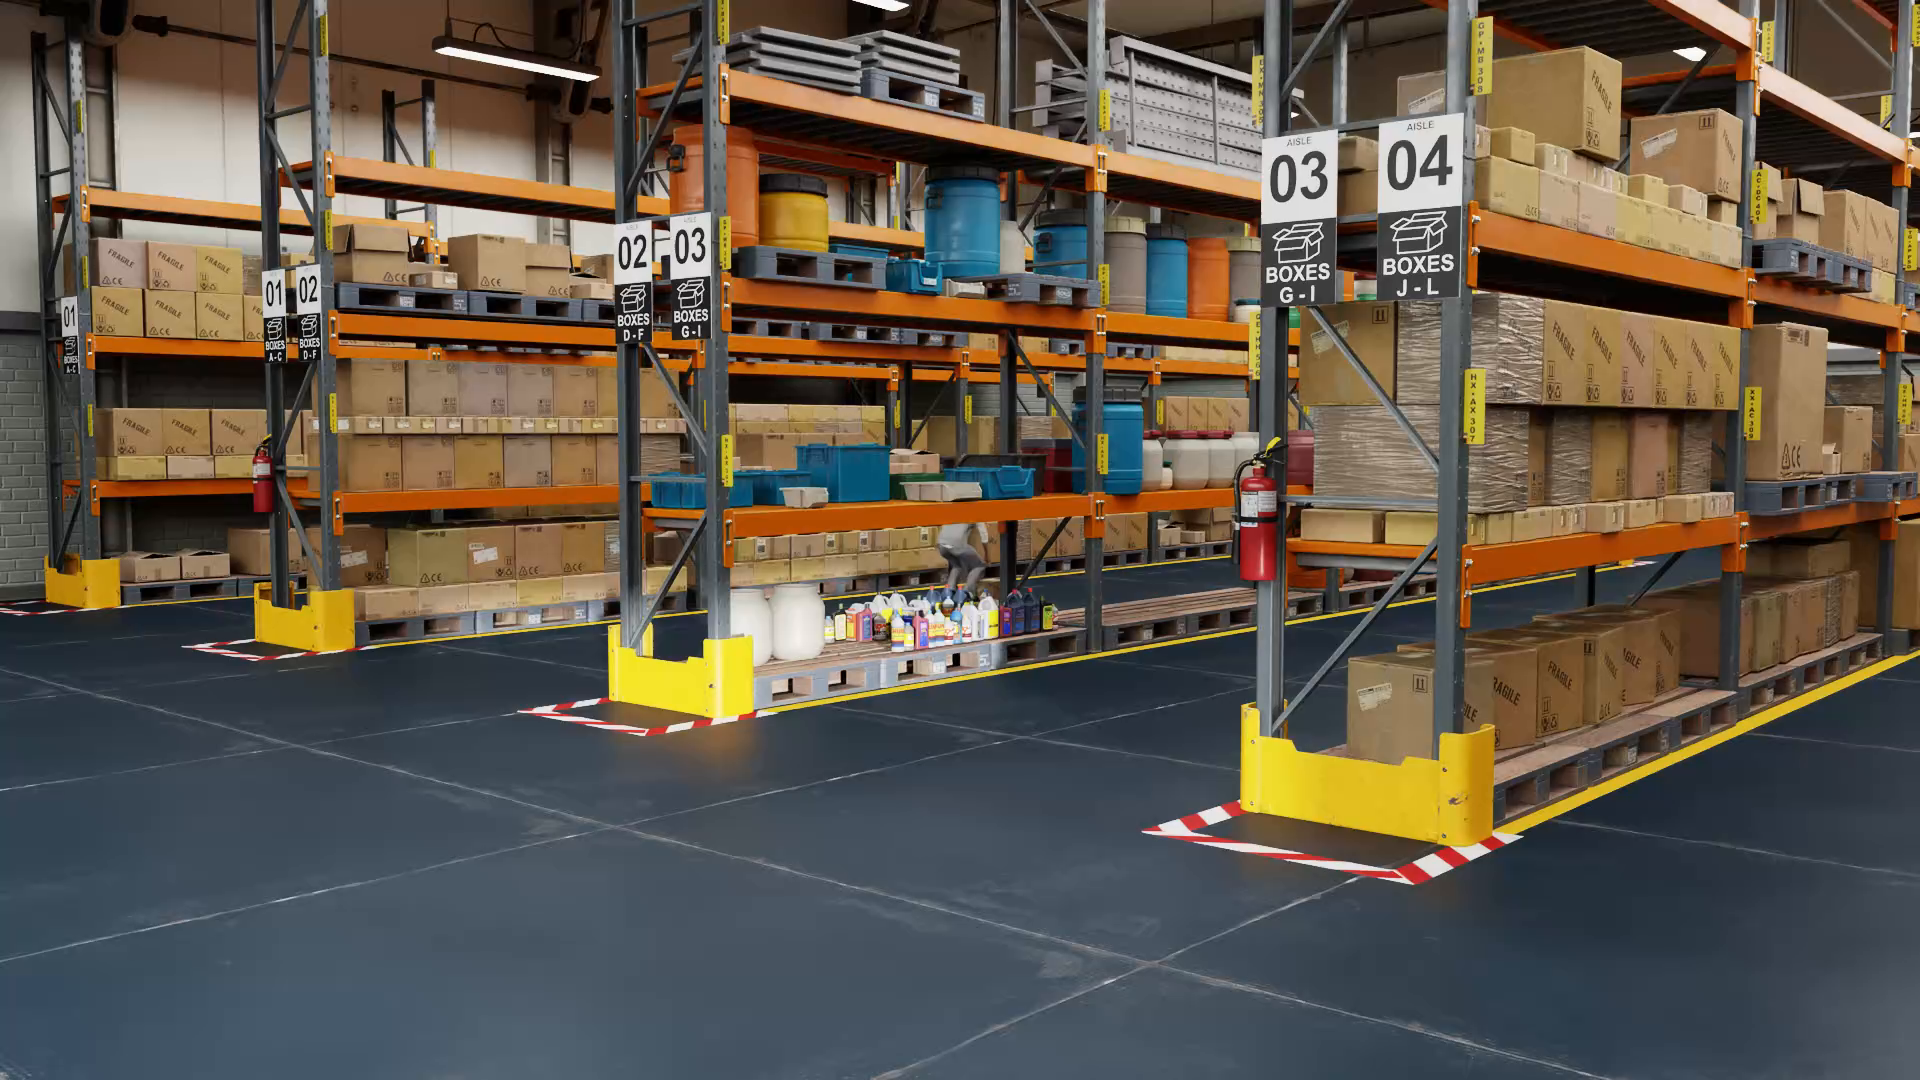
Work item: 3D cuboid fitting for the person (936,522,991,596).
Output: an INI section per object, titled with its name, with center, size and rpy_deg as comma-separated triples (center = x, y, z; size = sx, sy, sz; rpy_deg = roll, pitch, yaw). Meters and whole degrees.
[person]
center = 0.022, 0.078, 17.297
size = 0.462, 1.242, 0.688
rpy_deg = 3, 5, 41
